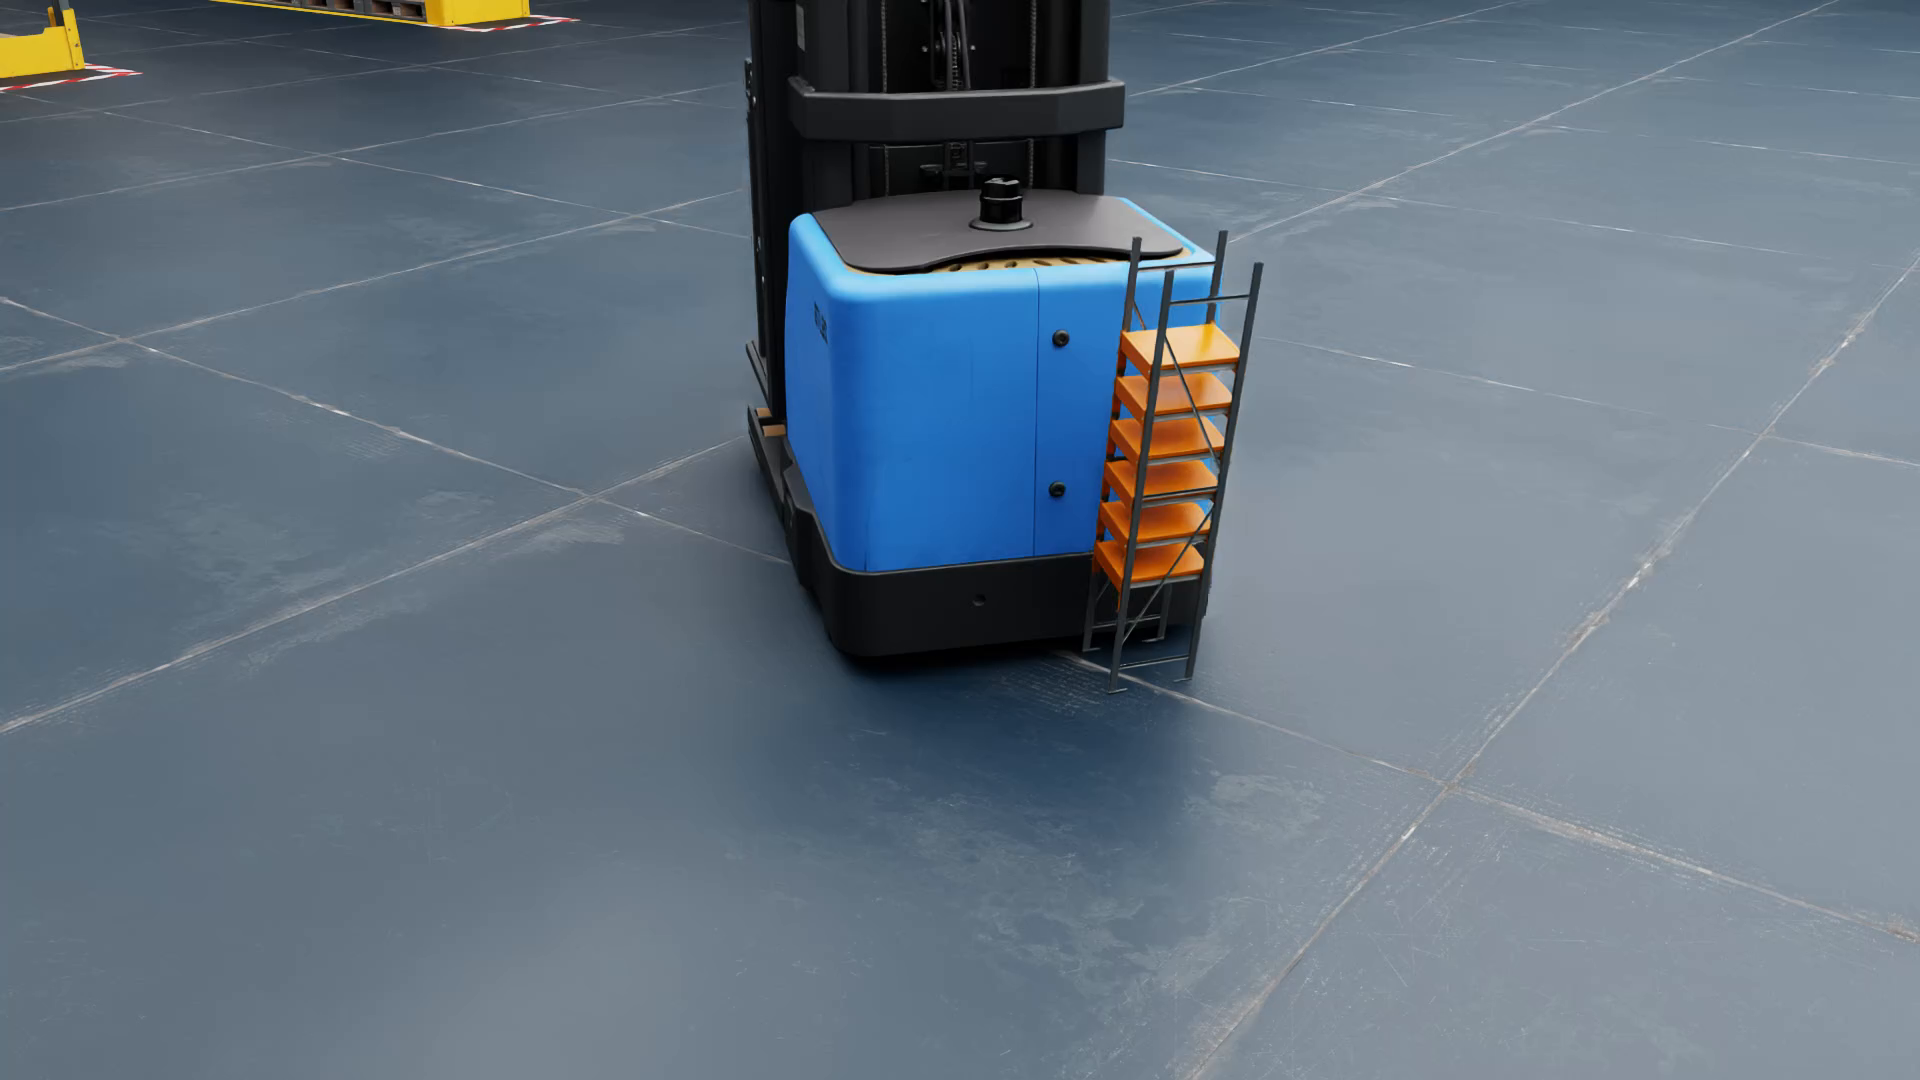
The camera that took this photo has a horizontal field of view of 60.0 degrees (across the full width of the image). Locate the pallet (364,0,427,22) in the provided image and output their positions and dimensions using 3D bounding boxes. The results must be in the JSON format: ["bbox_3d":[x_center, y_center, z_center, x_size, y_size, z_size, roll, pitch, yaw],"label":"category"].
[{"bbox_3d":[-5.850,-5.956,18.506,1.213,0.211,1.003,17,29,33],"label":"pallet"}]

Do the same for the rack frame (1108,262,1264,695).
[{"bbox_3d":[0.534,-0.112,4.038,0.240,1.200,0.006,-8,35,-17],"label":"rack frame"}]

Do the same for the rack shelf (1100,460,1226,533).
[{"bbox_3d":[0.503,-0.125,4.134,0.258,0.103,0.180,-8,35,-17],"label":"rack shelf"}]

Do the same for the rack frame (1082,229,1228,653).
[{"bbox_3d":[0.477,-0.211,4.181,0.240,1.200,0.006,-8,35,-17],"label":"rack frame"}]

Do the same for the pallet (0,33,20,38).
[{"bbox_3d":[-8.867,-4.333,14.823,1.213,0.211,1.003,17,29,33],"label":"pallet"}]

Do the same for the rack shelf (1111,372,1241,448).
[{"bbox_3d":[0.517,-0.324,4.001,0.258,0.103,0.180,-8,35,-17],"label":"rack shelf"}]

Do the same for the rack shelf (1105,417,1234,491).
[{"bbox_3d":[0.510,-0.224,4.068,0.258,0.103,0.180,-8,35,-17],"label":"rack shelf"}]

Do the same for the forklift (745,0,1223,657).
[{"bbox_3d":[-0.141,-1.602,5.250,1.130,2.935,3.031,-5,24,-12],"label":"forklift"}]

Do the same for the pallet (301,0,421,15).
[{"bbox_3d":[-6.822,-6.251,19.176,1.213,0.211,1.003,17,29,33],"label":"pallet"}]

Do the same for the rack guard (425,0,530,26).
[{"bbox_3d":[-5.221,-5.880,17.976,0.348,0.500,1.175,17,29,33],"label":"rack guard"}]

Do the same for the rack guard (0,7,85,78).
[{"bbox_3d":[-8.220,-4.267,14.315,0.348,0.500,1.175,17,29,33],"label":"rack guard"}]

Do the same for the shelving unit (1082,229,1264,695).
[{"bbox_3d":[0.506,-0.161,4.110,0.258,1.200,0.189,-8,35,-17],"label":"shelving unit"}]

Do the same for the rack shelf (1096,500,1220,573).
[{"bbox_3d":[0.496,-0.025,4.201,0.258,0.103,0.180,-8,35,-17],"label":"rack shelf"}]

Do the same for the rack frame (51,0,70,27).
[{"bbox_3d":[-8.131,-5.408,13.803,0.127,3.000,1.000,17,29,33],"label":"rack frame"}]

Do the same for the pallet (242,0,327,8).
[{"bbox_3d":[-7.803,-6.546,19.845,1.213,0.211,1.003,17,29,33],"label":"pallet"}]

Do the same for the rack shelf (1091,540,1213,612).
[{"bbox_3d":[0.489,0.075,4.267,0.258,0.103,0.180,-8,35,-17],"label":"rack shelf"}]

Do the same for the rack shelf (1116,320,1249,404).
[{"bbox_3d":[0.524,-0.423,3.934,0.258,0.103,0.180,-8,35,-17],"label":"rack shelf"}]
